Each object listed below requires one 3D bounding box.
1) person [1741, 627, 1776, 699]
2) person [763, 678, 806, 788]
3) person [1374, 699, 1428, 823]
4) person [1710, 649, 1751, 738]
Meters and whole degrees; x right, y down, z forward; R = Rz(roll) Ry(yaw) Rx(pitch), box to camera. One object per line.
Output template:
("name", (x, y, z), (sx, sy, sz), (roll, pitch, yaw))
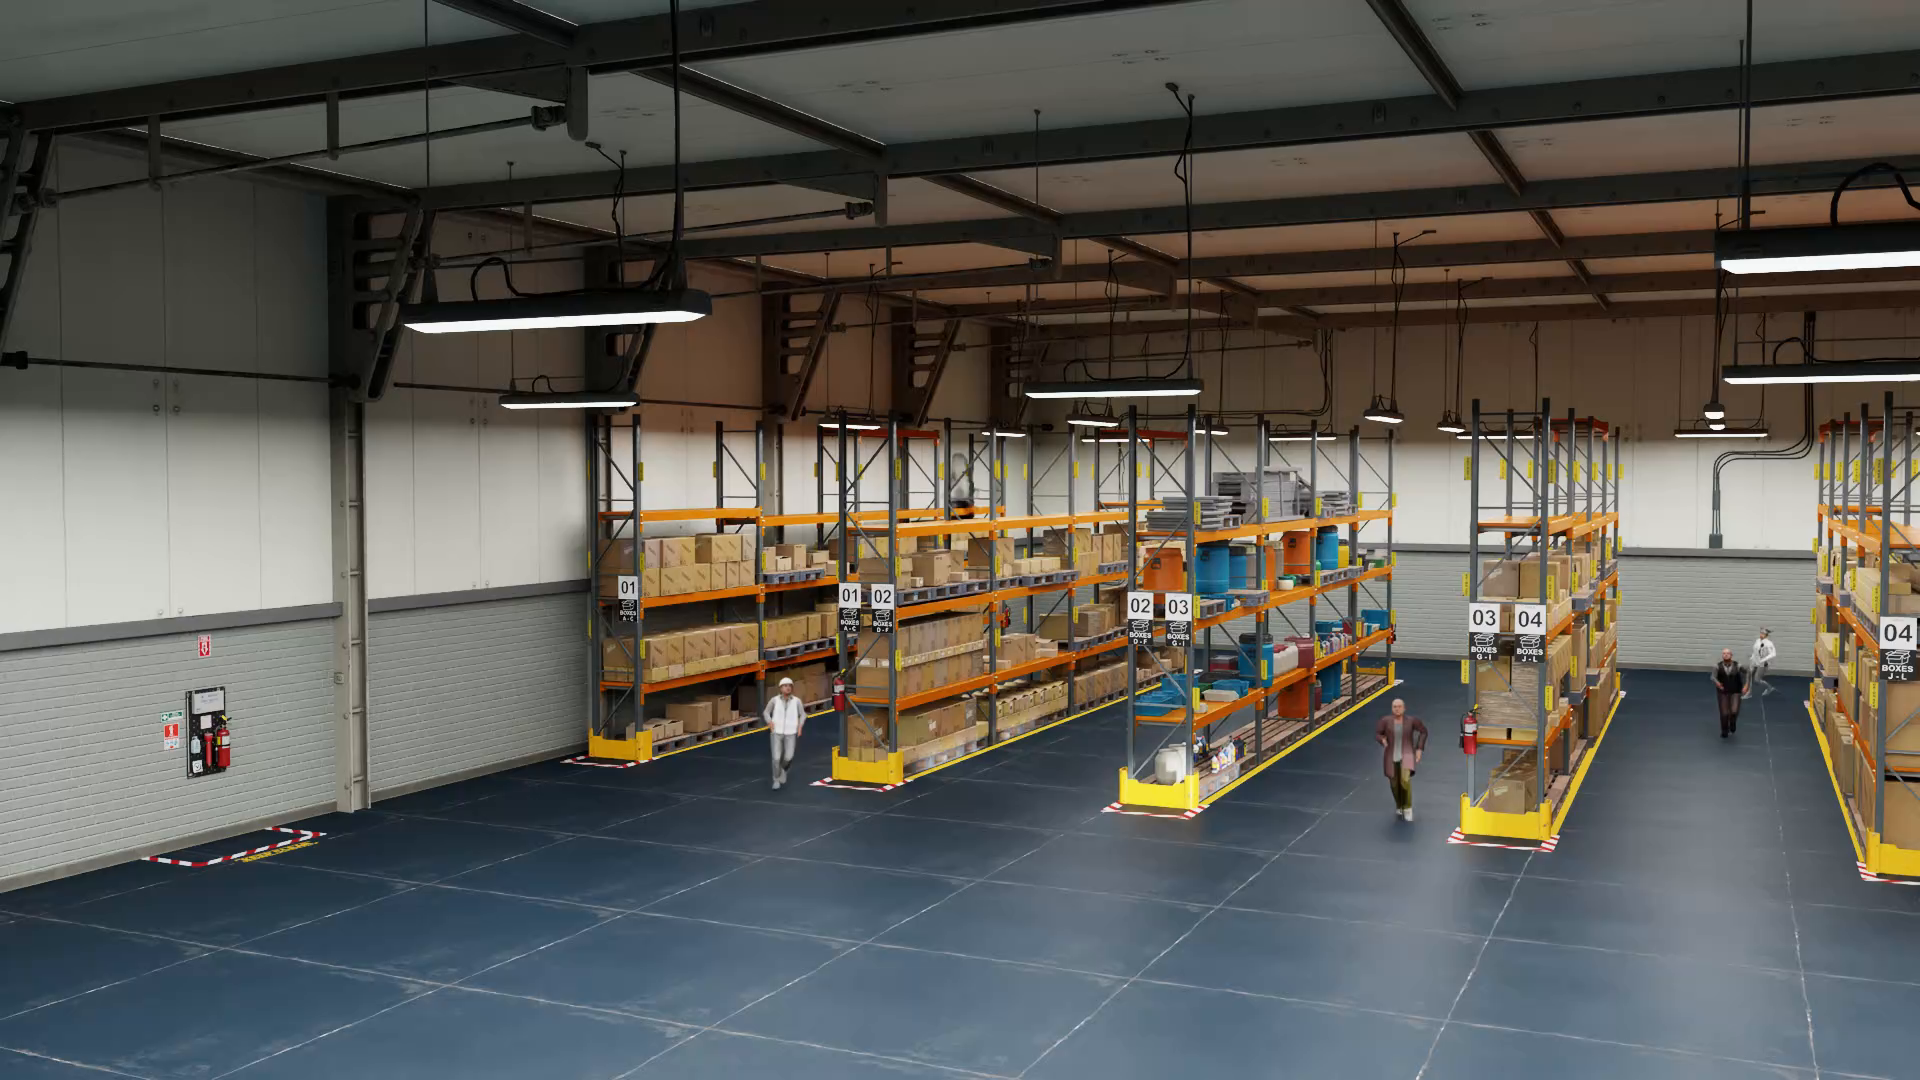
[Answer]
("person", (17.588, 2.717, 36.408), (0.727, 1.637, 0.686), (0, 2, -11))
("person", (-2.772, 3.058, 26.313), (0.687, 1.739, 0.510), (0, 2, -7))
("person", (6.286, 3.140, 23.798), (0.718, 1.748, 0.800), (1, 3, 26))
("person", (14.414, 2.883, 31.127), (0.669, 1.684, 0.703), (1, 3, 29))
